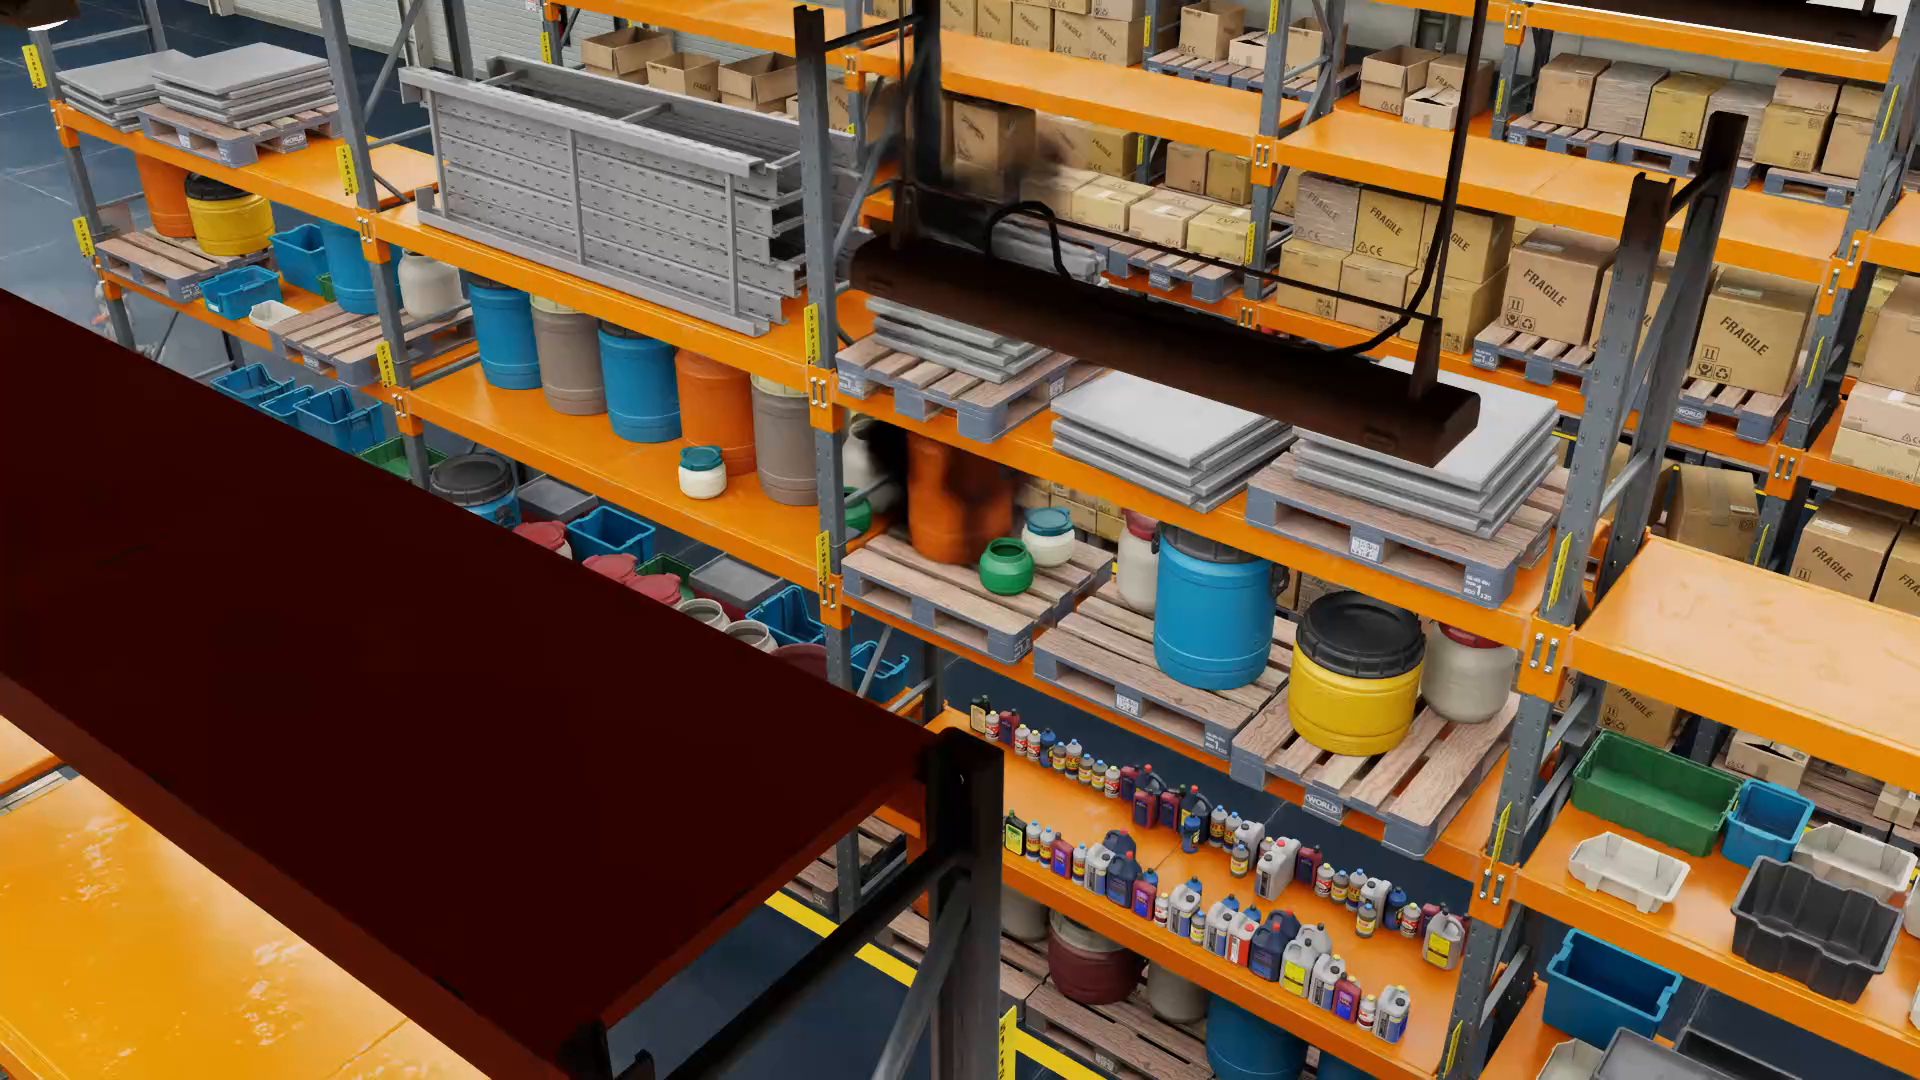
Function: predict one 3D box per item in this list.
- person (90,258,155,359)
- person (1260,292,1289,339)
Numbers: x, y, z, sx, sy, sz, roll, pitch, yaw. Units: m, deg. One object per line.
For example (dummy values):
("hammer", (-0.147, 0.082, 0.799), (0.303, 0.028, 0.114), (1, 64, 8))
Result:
("person", (-8.874, -2.293, 17.578), (0.542, 1.544, 0.545), (-15, 34, -23))
("person", (2.915, -1.660, 16.335), (0.912, 1.700, 0.672), (14, 34, 22))
